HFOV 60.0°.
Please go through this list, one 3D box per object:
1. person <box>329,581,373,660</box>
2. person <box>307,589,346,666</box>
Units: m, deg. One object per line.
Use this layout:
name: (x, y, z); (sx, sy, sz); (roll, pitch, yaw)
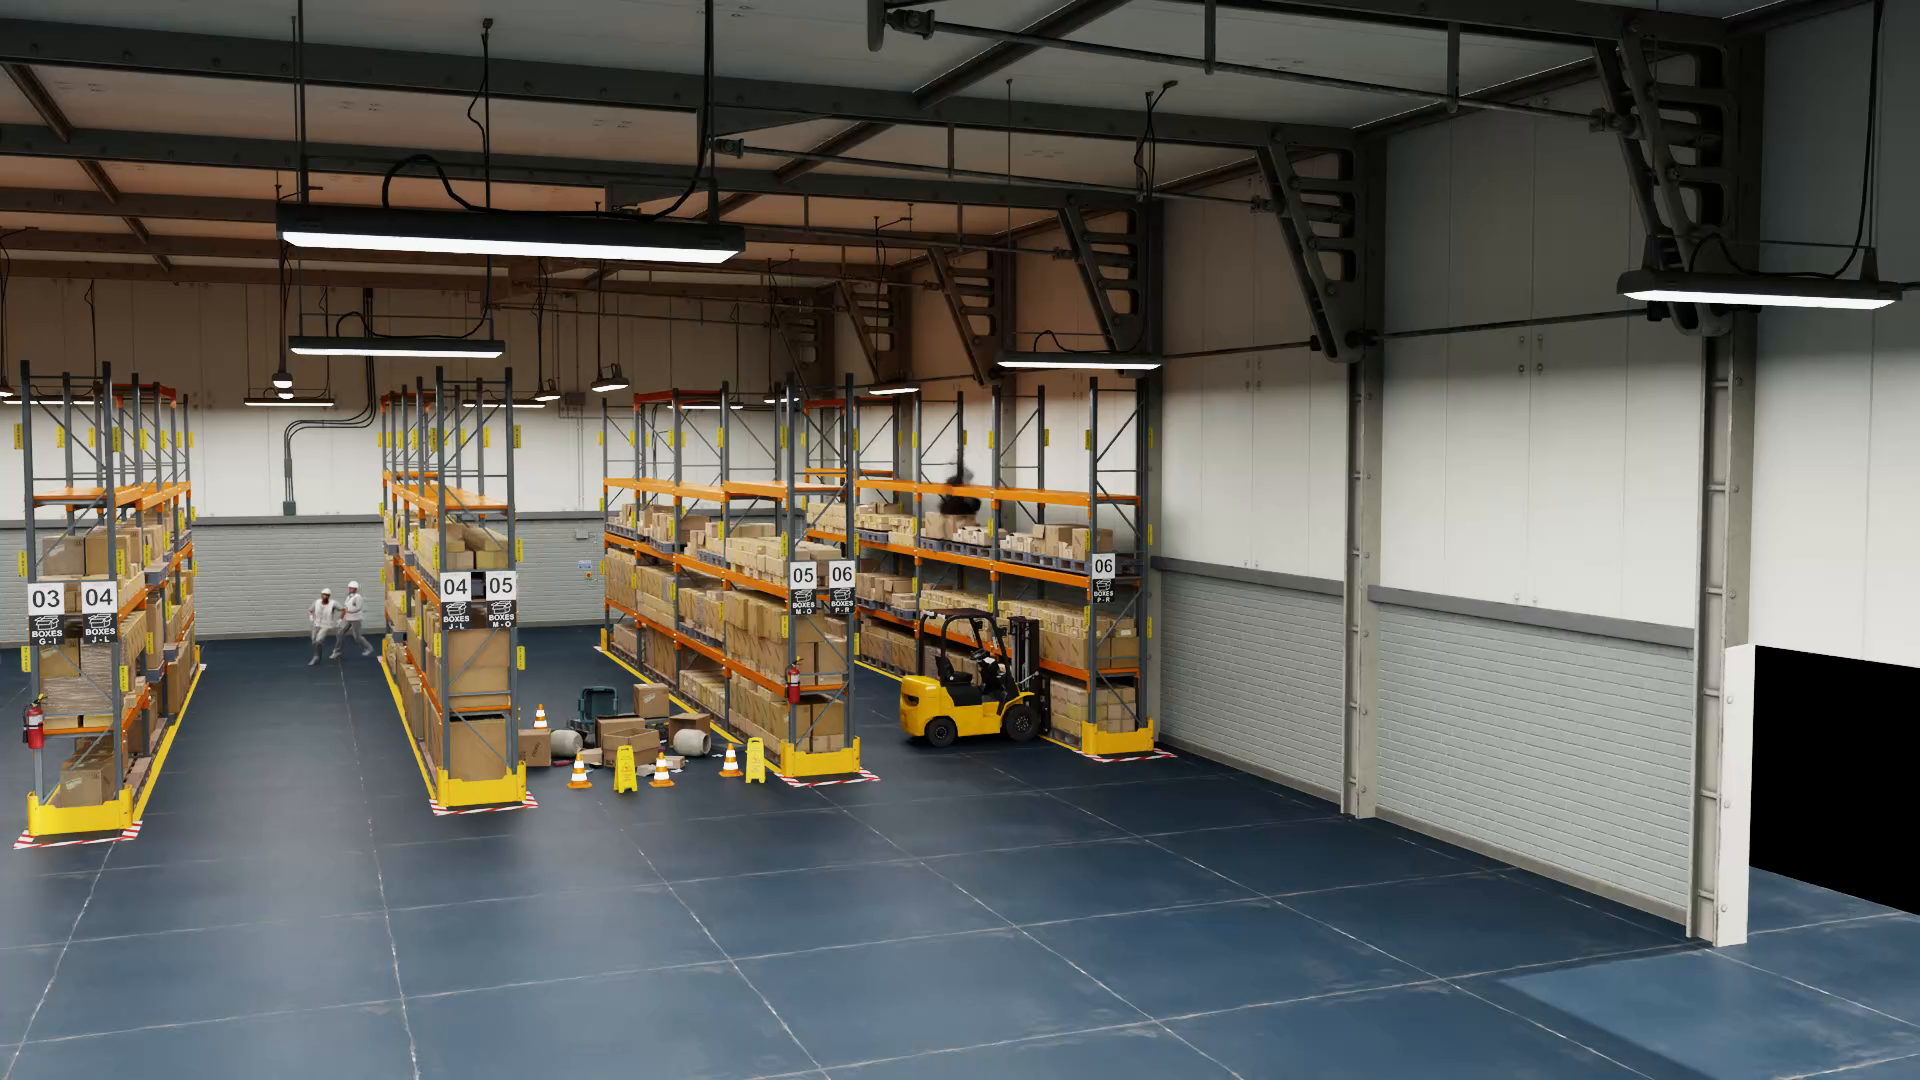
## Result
person: (-13.886, 1.832, 38.008); (0.657, 1.790, 0.927); (3, 5, 41)
person: (-14.154, 1.934, 37.018); (0.792, 1.727, 0.710); (0, 3, 6)
